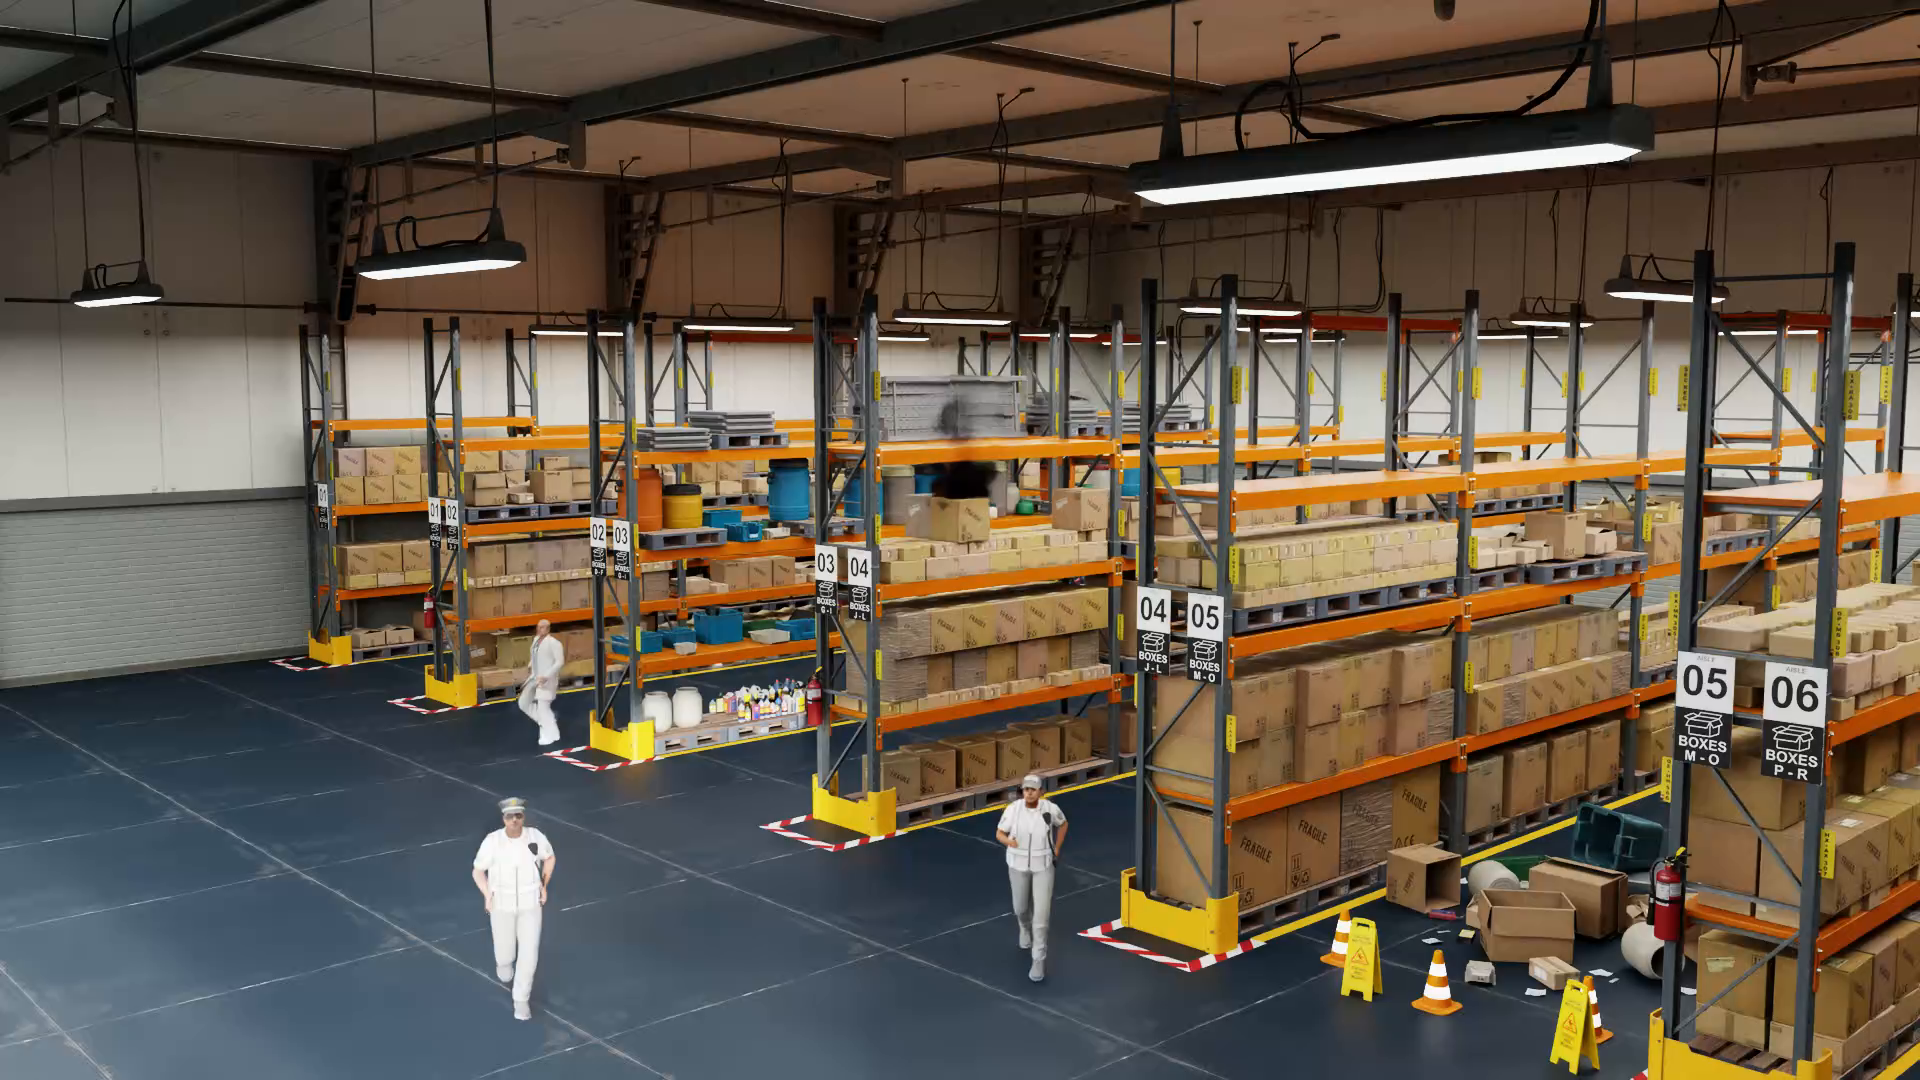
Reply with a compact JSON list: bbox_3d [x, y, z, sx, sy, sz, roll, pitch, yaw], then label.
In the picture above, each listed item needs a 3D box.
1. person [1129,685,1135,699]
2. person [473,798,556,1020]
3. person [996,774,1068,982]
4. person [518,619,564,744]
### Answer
[{"bbox_3d":[2.653,1.890,24.585,0.545,1.562,0.871,5,8,43],"label":"person"},{"bbox_3d":[-3.611,2.941,13.539,0.663,1.757,0.752,-2,6,-20],"label":"person"},{"bbox_3d":[0.612,2.862,14.458,0.608,1.679,0.926,1,6,9],"label":"person"},{"bbox_3d":[-5.831,1.968,23.139,0.737,1.743,0.570,5,8,40],"label":"person"}]
